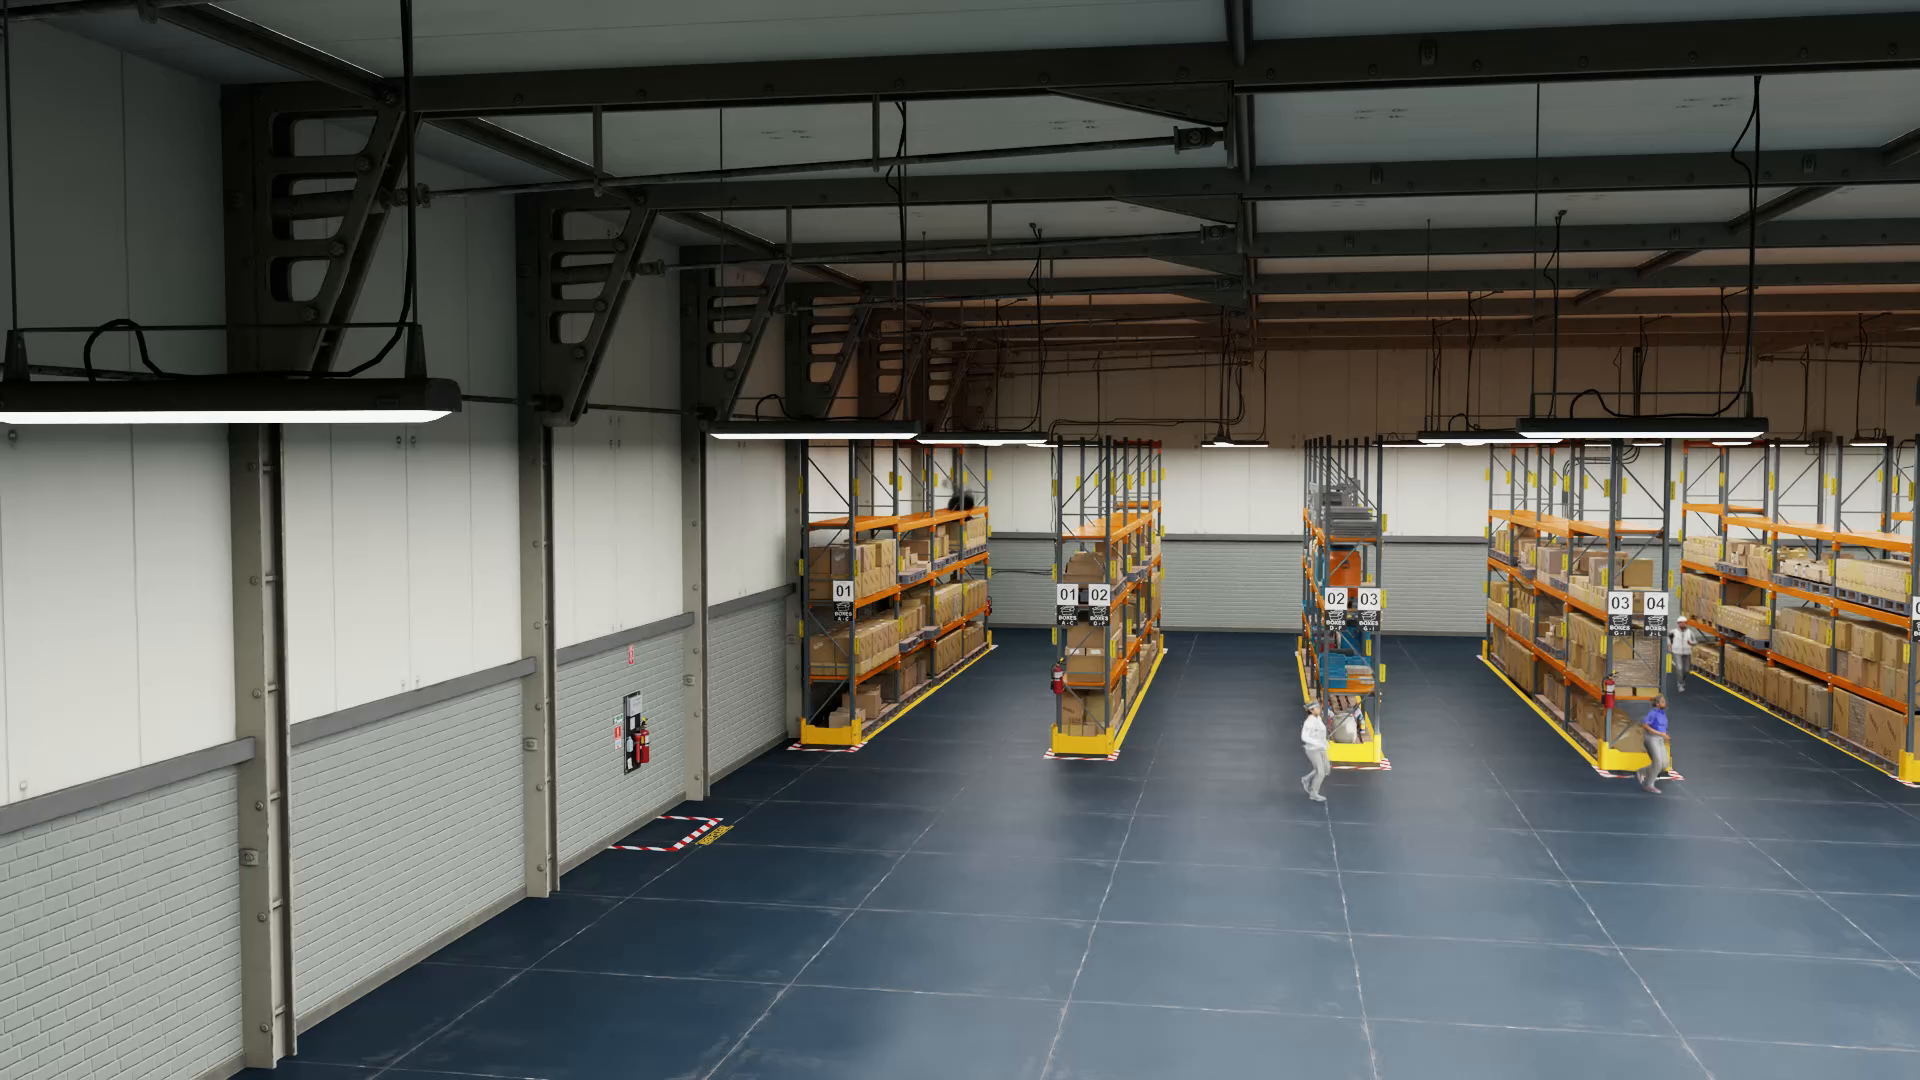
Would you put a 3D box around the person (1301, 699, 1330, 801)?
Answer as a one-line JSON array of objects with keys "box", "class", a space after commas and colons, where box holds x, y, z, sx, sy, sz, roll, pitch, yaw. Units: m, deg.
[{"box": [5.805, 3.424, 27.187, 0.573, 1.648, 0.612, 2, 4, 39], "class": "person"}]

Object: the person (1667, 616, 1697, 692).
[{"box": [17.128, 2.689, 39.461, 0.662, 1.749, 0.961, 1, 3, 12], "class": "person"}]

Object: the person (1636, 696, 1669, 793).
[{"box": [11.716, 3.419, 27.997, 0.602, 1.604, 0.605, -3, 4, -39], "class": "person"}]

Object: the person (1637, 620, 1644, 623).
[{"box": [17.976, 2.464, 44.777, 0.815, 1.669, 0.531, 2, 4, 33], "class": "person"}]
